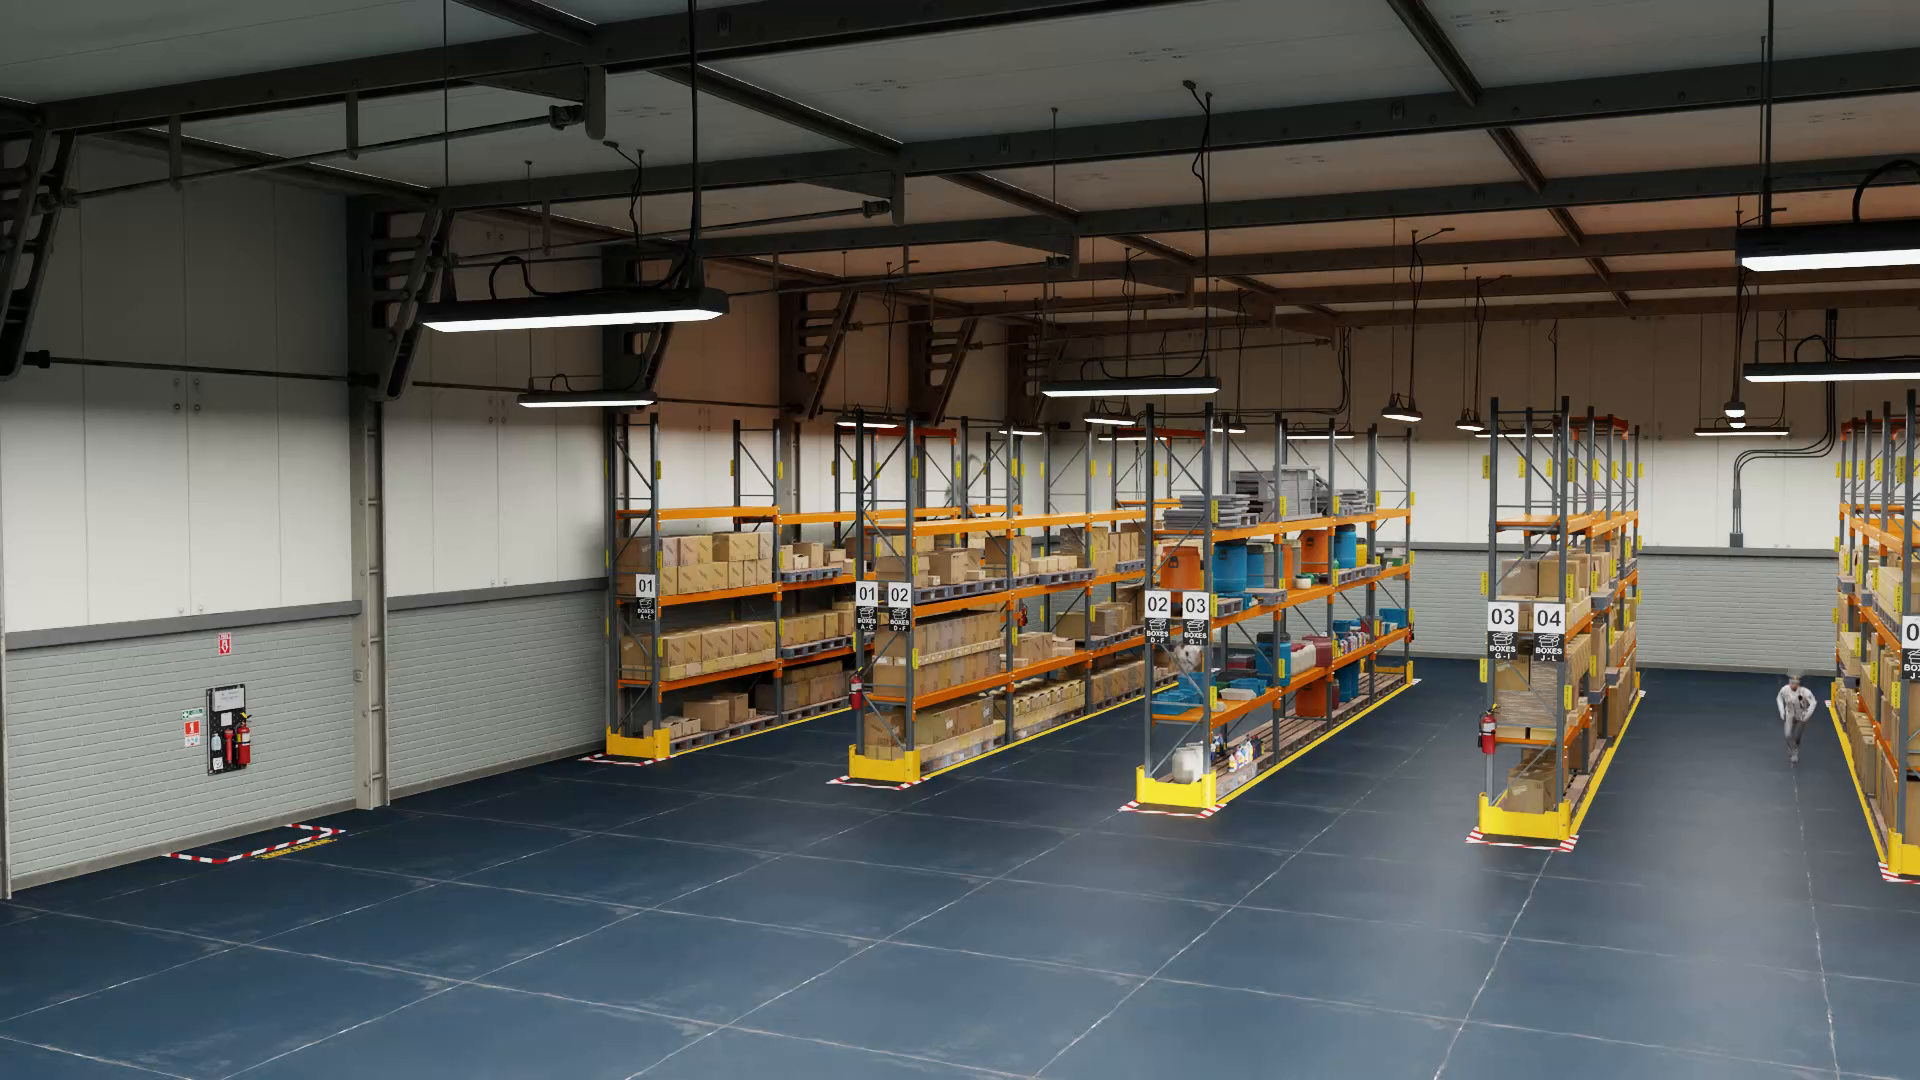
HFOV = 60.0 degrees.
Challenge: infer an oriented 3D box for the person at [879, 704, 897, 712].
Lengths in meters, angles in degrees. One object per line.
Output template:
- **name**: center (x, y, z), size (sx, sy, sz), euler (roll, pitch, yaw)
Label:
- **person**: center (-1.251, 2.839, 31.169), size (0.717, 1.717, 0.591), euler (1, 3, 29)

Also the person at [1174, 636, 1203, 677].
- **person**: center (4.812, 2.774, 35.172), size (0.598, 1.538, 0.757), euler (1, 3, 30)

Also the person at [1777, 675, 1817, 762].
- **person**: center (14.464, 3.058, 28.726), size (0.632, 1.522, 0.925), euler (2, 3, 34)
